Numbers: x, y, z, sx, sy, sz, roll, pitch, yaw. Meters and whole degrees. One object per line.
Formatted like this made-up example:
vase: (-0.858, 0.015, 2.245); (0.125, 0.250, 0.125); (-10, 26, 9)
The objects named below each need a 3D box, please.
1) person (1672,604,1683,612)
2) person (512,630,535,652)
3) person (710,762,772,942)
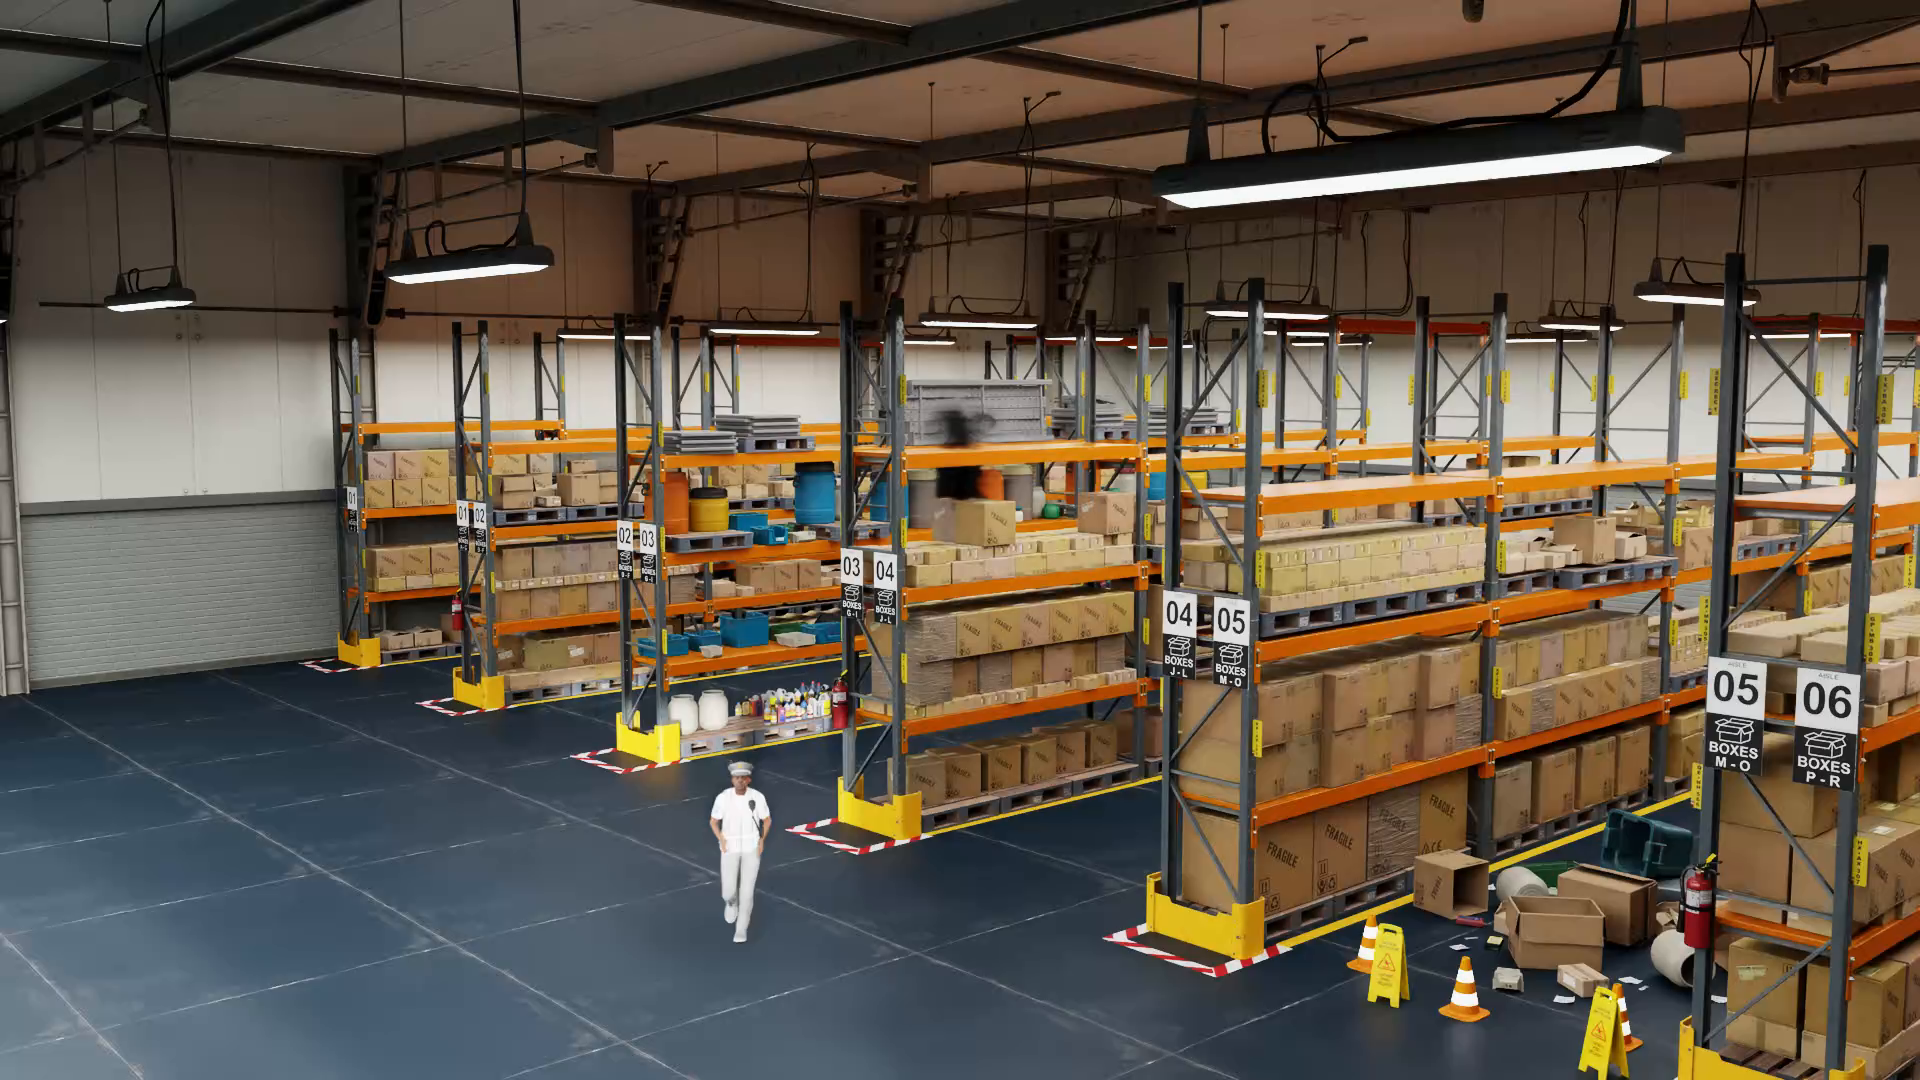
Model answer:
person: (11.006, 1.813, 25.507); (0.970, 1.687, 0.585); (-4, 7, -34)
person: (-7.392, 1.487, 28.284); (0.723, 1.755, 0.861); (5, 7, 40)
person: (-2.011, 2.832, 15.299); (0.564, 1.655, 0.548); (-1, 6, -8)
